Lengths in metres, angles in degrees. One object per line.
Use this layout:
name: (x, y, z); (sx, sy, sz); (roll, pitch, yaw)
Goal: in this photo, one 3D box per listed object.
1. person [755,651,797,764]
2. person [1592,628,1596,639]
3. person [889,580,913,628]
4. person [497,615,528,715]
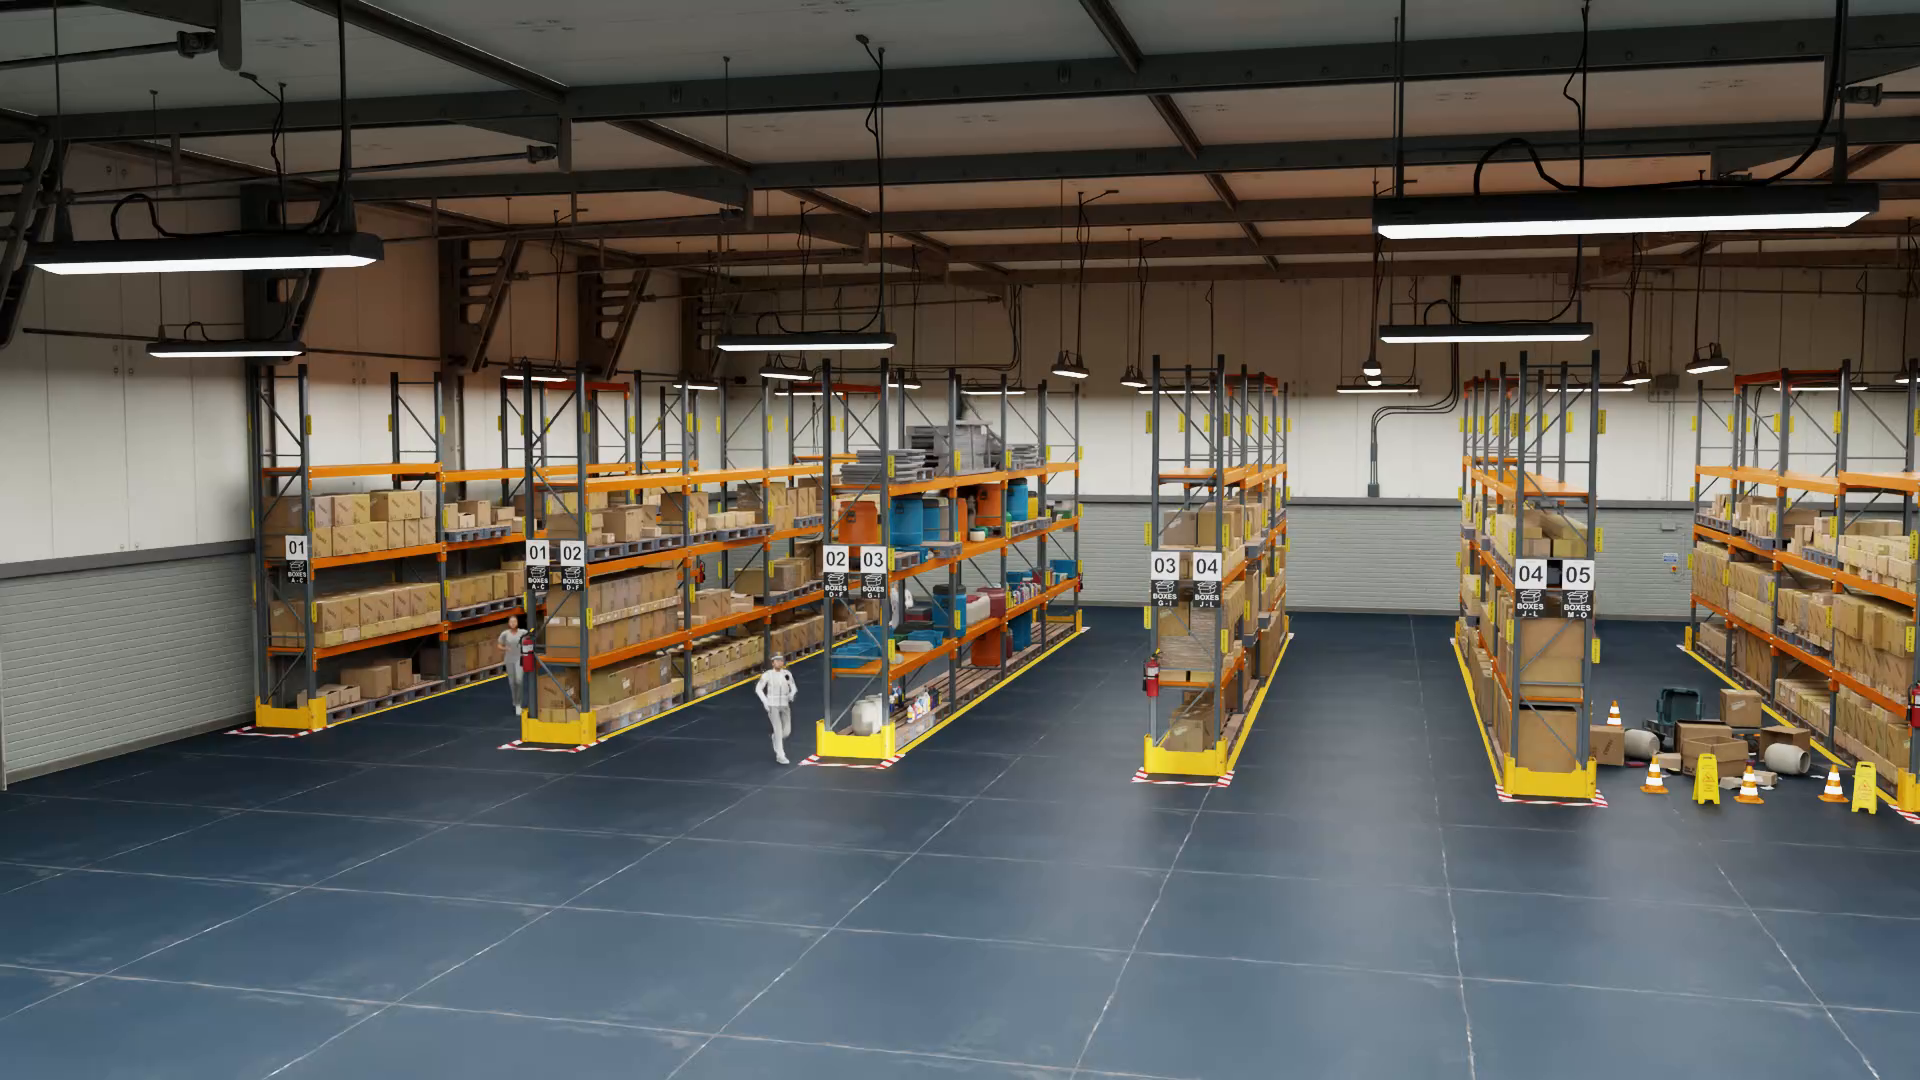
person: (-2.723, 2.466, 24.730); (0.613, 1.659, 0.678); (-2, 4, -26)
person: (13.692, 1.632, 36.456); (0.553, 1.697, 0.909); (-1, 4, -14)
person: (-1.225, 1.609, 34.662); (0.605, 1.727, 0.894); (1, 4, 13)
person: (-7.789, 2.156, 29.065); (0.555, 1.714, 0.805); (0, 4, -7)
